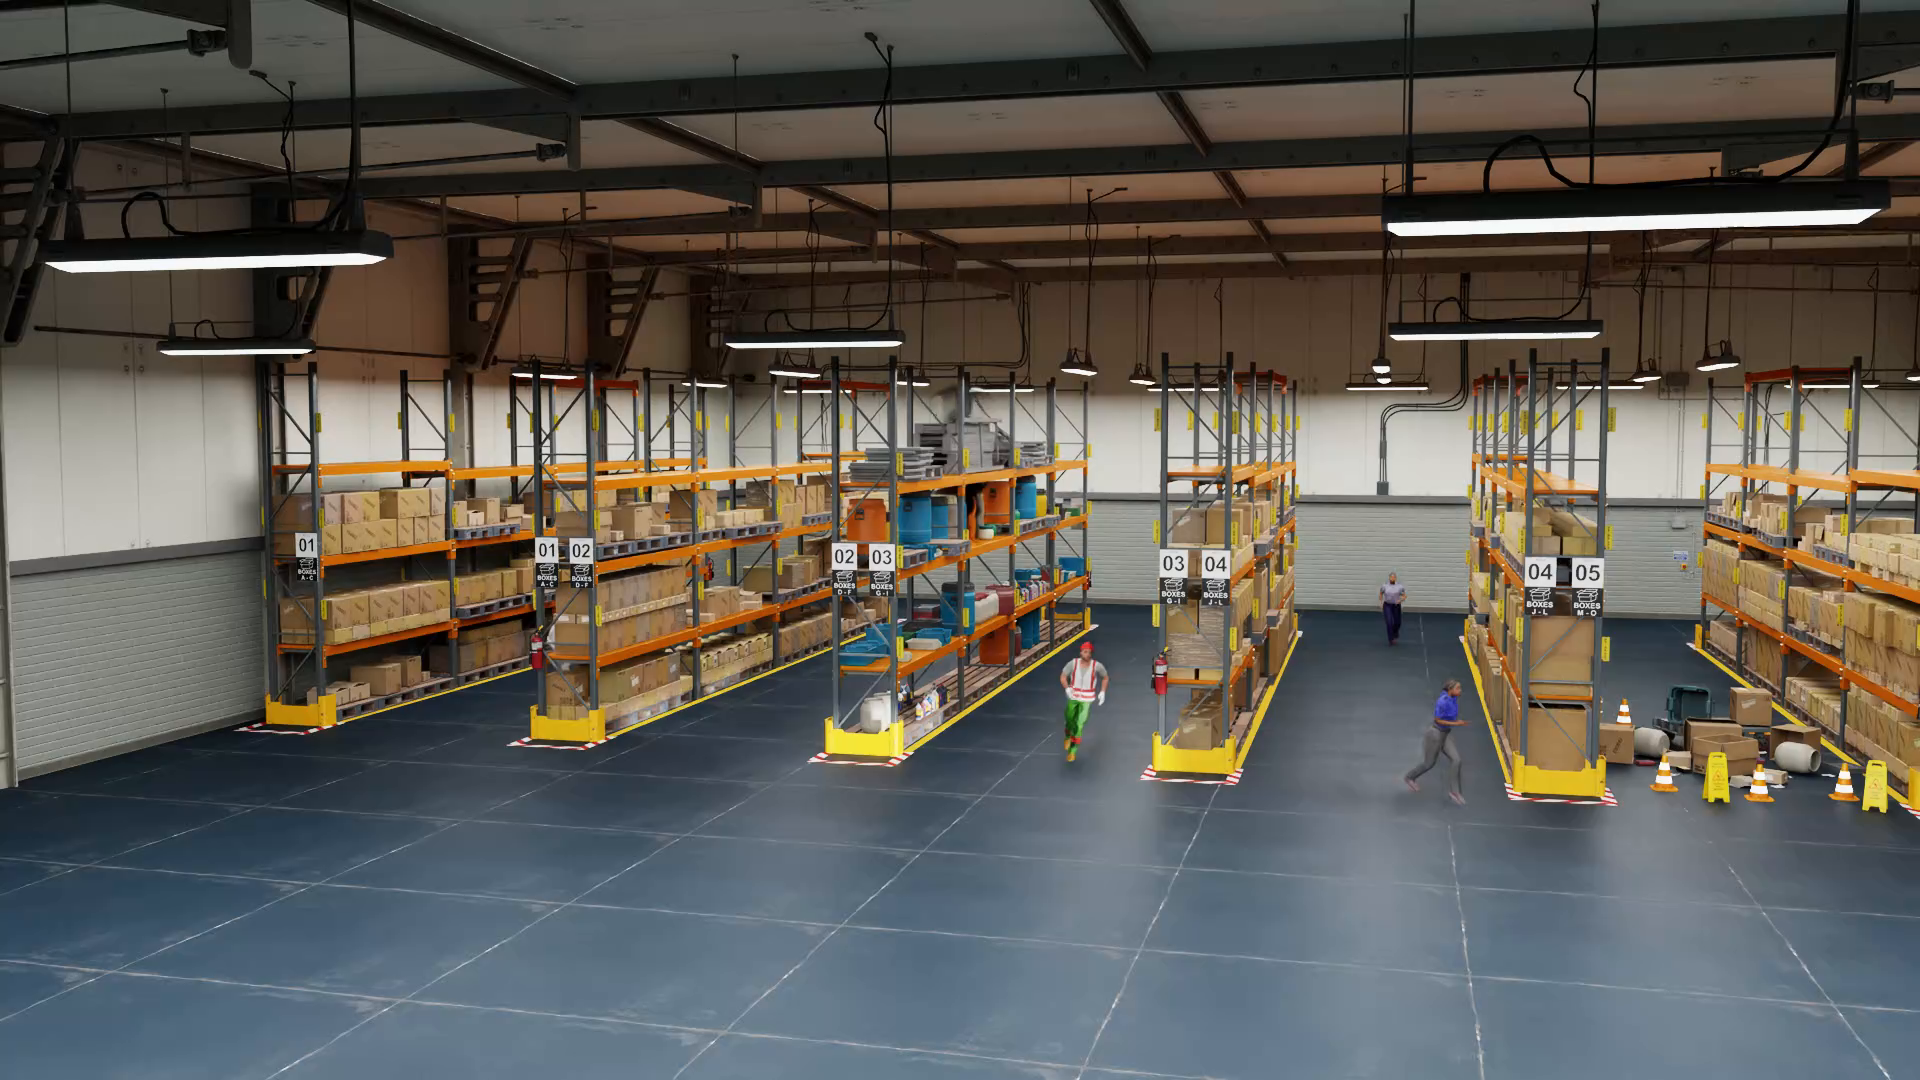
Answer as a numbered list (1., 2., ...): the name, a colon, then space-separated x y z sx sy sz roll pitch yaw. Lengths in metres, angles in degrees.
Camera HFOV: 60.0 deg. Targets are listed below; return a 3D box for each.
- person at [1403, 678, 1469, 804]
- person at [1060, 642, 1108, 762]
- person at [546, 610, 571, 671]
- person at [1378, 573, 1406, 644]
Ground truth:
1. person: 6.352 2.668 22.144 0.938 1.659 0.607 4 5 42
2. person: 1.859 2.390 24.892 0.719 1.765 0.788 1 4 7
3. person: -7.086 2.081 29.656 0.550 1.736 0.800 1 4 7
4. person: 9.816 1.542 37.776 0.607 1.608 0.684 1 4 12
